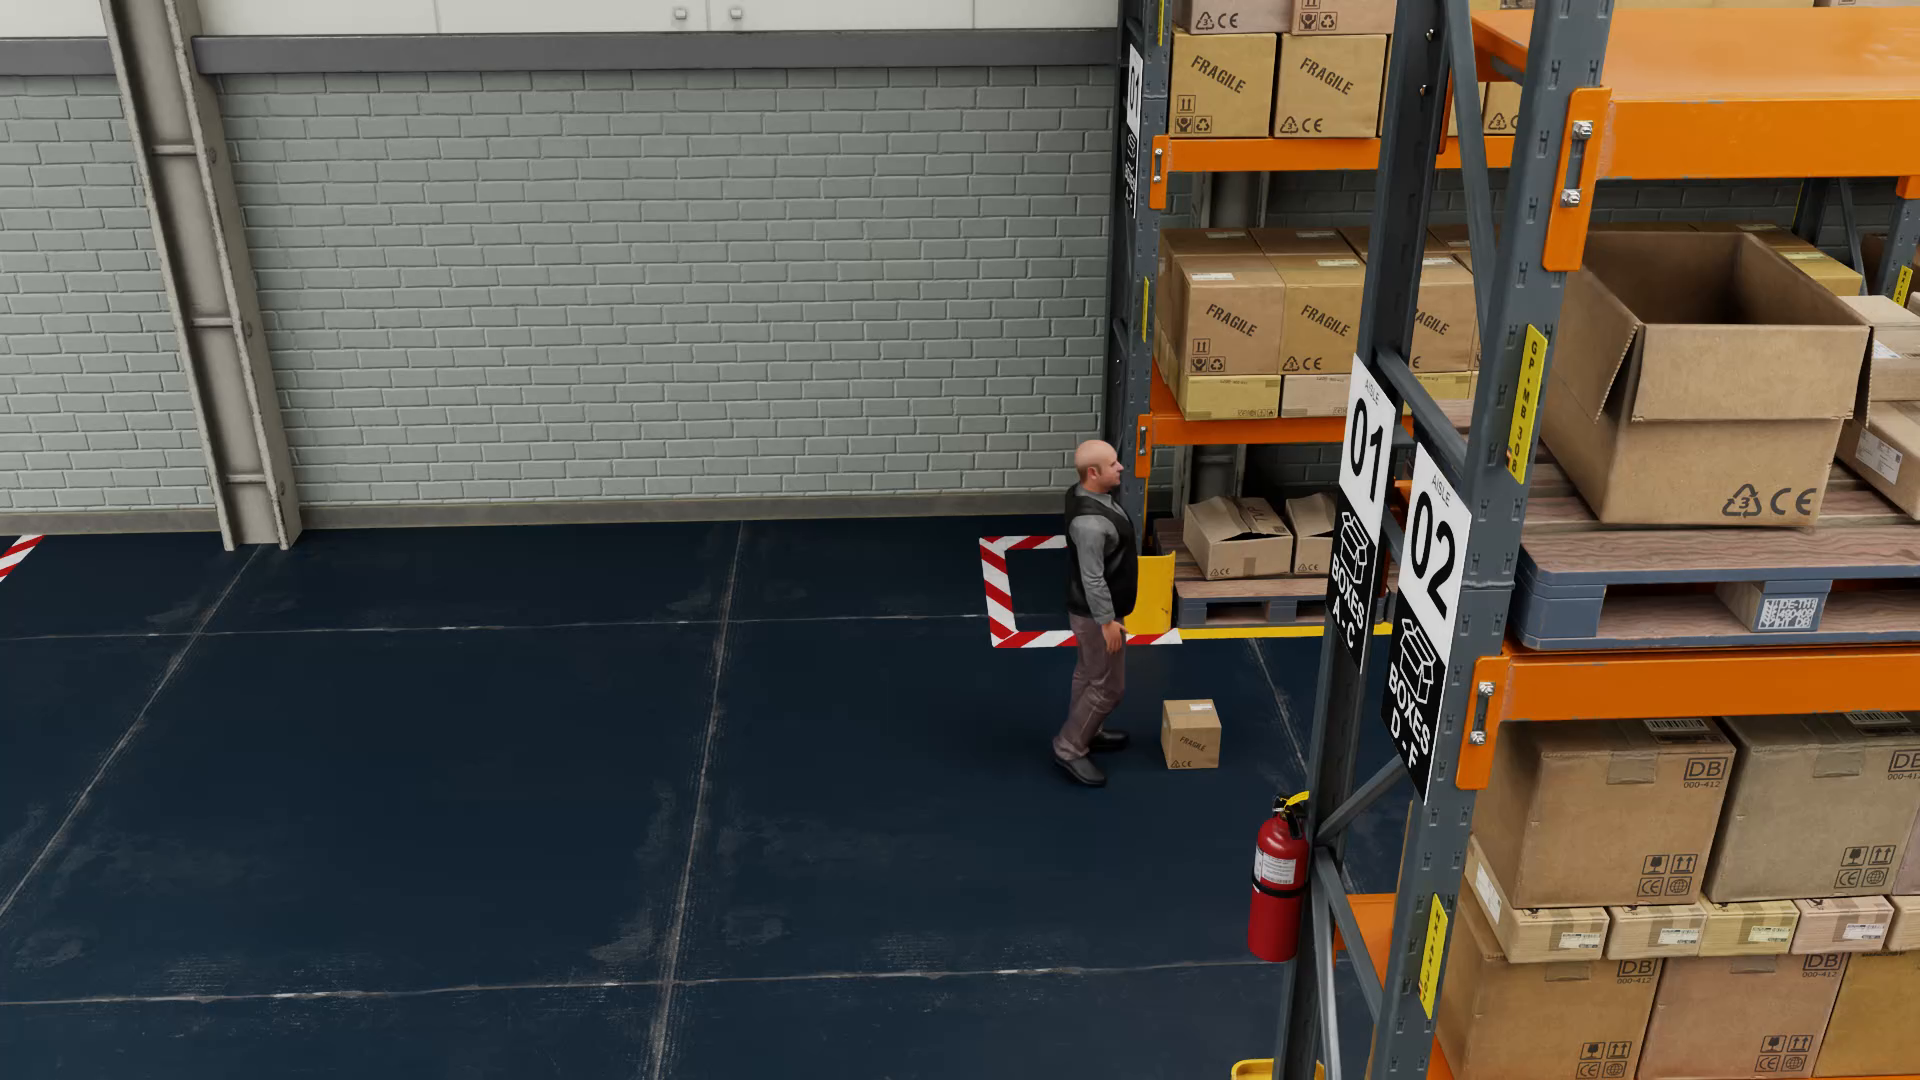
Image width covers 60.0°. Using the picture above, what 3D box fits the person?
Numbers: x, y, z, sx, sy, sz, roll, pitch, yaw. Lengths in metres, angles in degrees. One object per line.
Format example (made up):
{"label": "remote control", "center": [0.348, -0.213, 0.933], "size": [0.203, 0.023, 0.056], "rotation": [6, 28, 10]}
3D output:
{"label": "person", "center": [0.659, 0.322, 8.002], "size": [0.399, 1.726, 0.561], "rotation": [1, 27, 1]}
